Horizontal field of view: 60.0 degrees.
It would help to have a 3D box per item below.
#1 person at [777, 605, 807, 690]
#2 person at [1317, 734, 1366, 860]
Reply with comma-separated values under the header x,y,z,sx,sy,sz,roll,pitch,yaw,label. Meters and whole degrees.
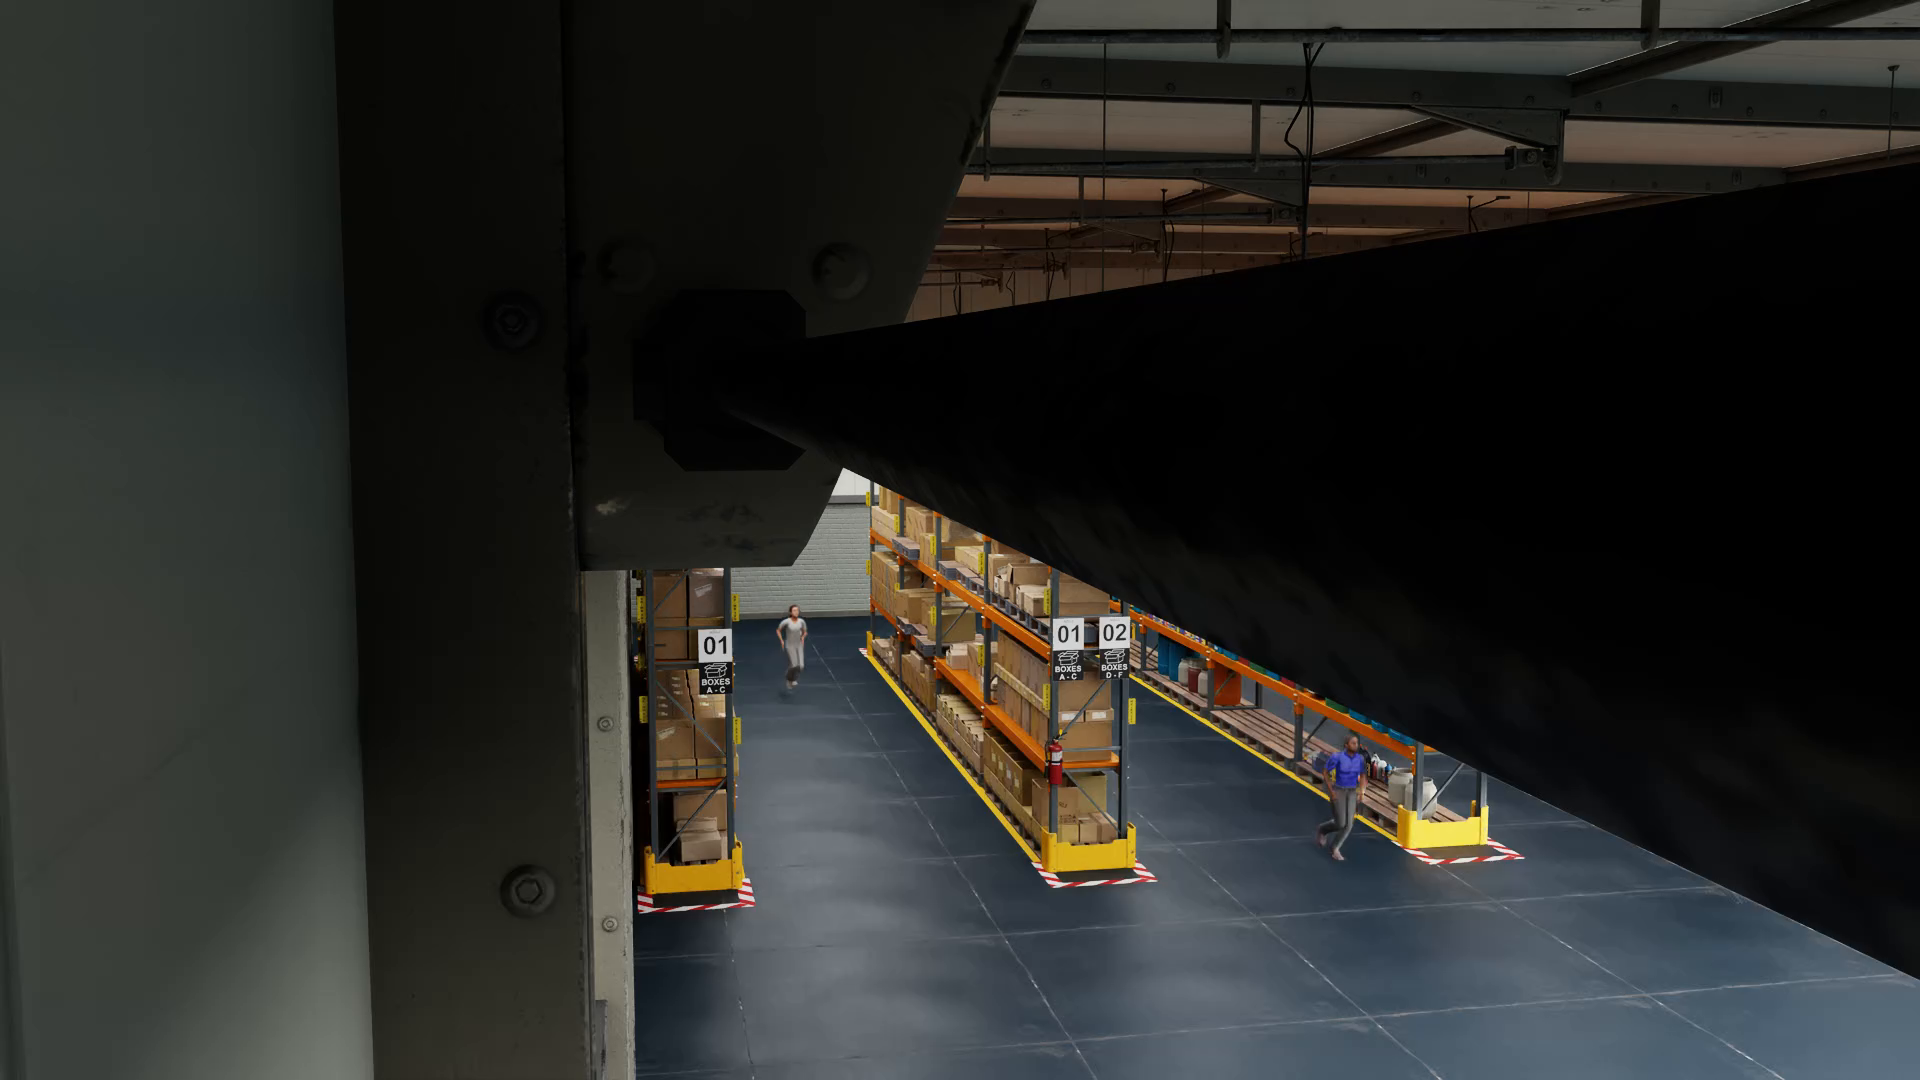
x,y,z,sx,sy,sz,roll,pitch,yaw,label
-3.128,2.037,31.452,0.550,1.625,0.564,-3,7,-28,person
4.988,3.302,21.582,0.584,1.605,0.523,-2,6,-19,person
